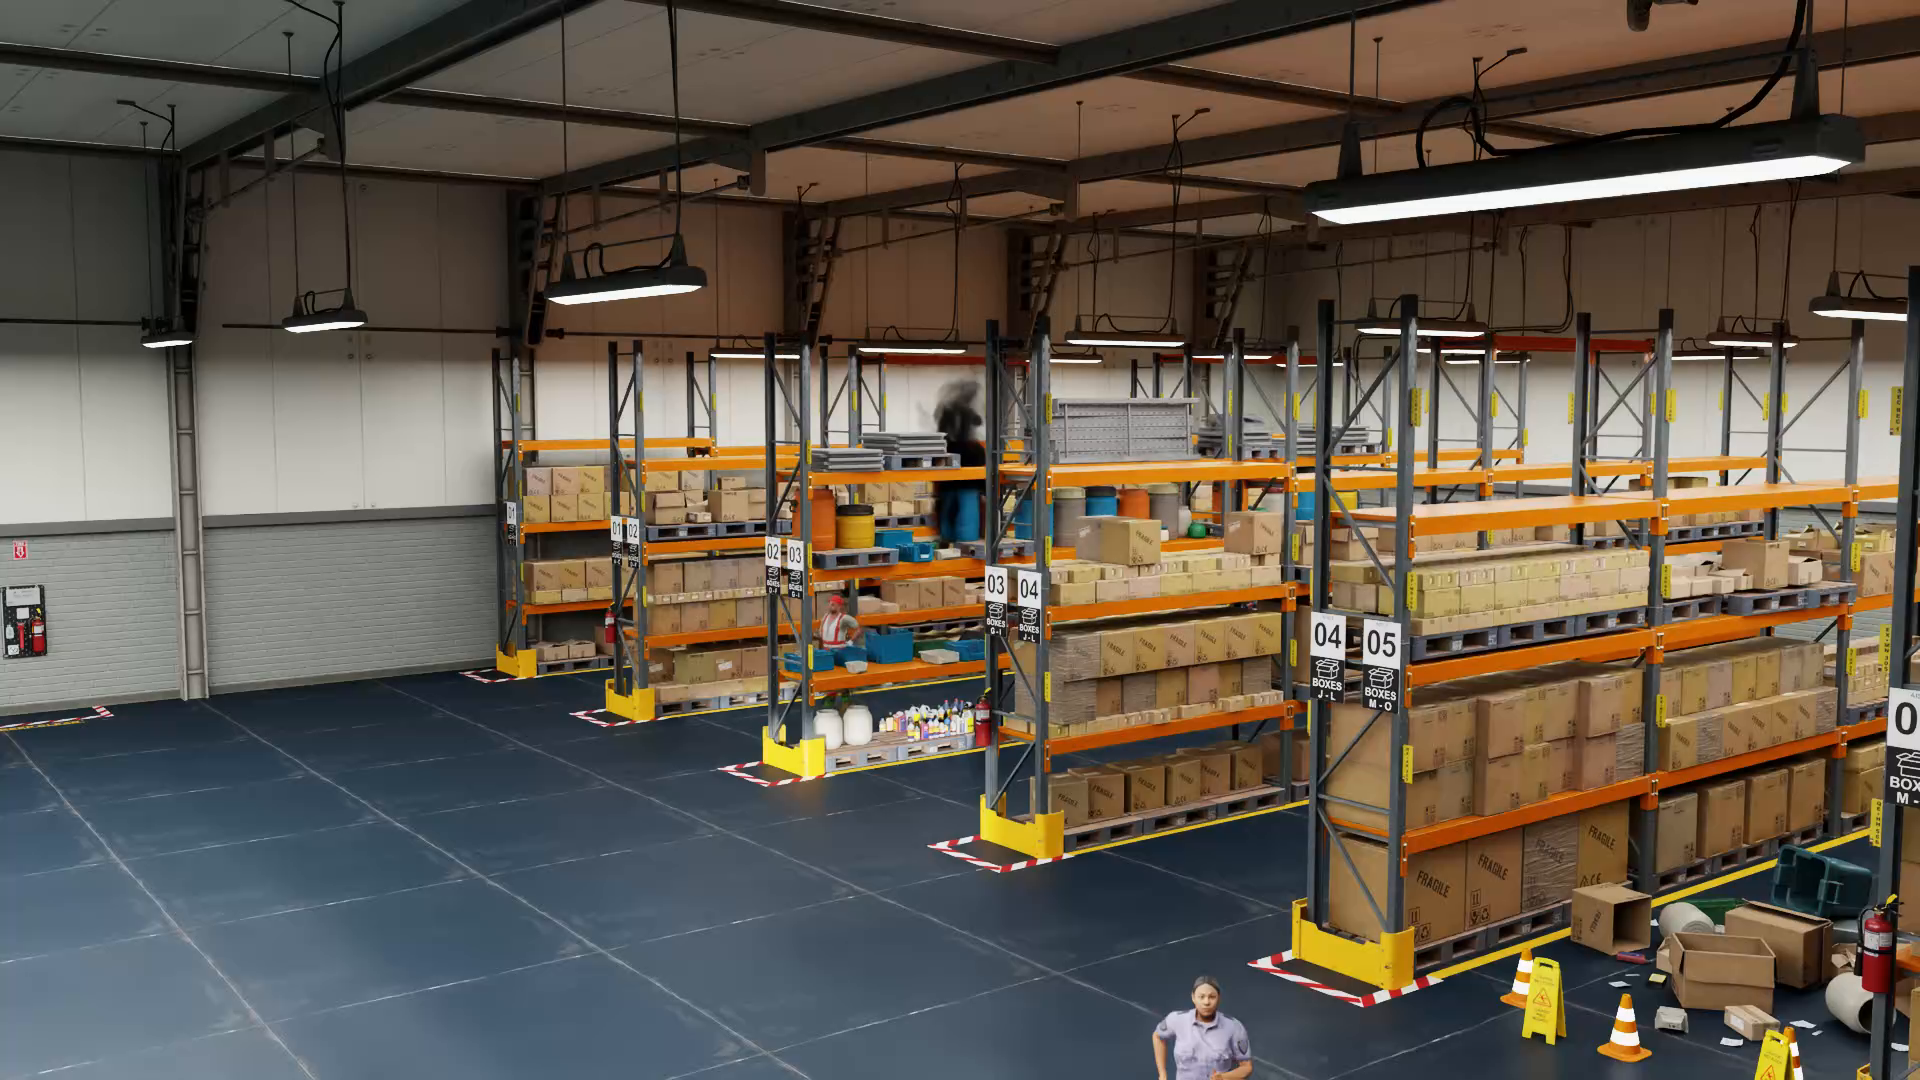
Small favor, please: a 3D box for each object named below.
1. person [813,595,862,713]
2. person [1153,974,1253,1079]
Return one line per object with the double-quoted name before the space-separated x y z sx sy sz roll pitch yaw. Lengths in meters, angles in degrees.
"person" -1.910 1.743 25.102 0.645 1.824 0.837 5 7 43
"person" 1.470 3.470 10.071 0.576 1.713 0.749 0 5 2
